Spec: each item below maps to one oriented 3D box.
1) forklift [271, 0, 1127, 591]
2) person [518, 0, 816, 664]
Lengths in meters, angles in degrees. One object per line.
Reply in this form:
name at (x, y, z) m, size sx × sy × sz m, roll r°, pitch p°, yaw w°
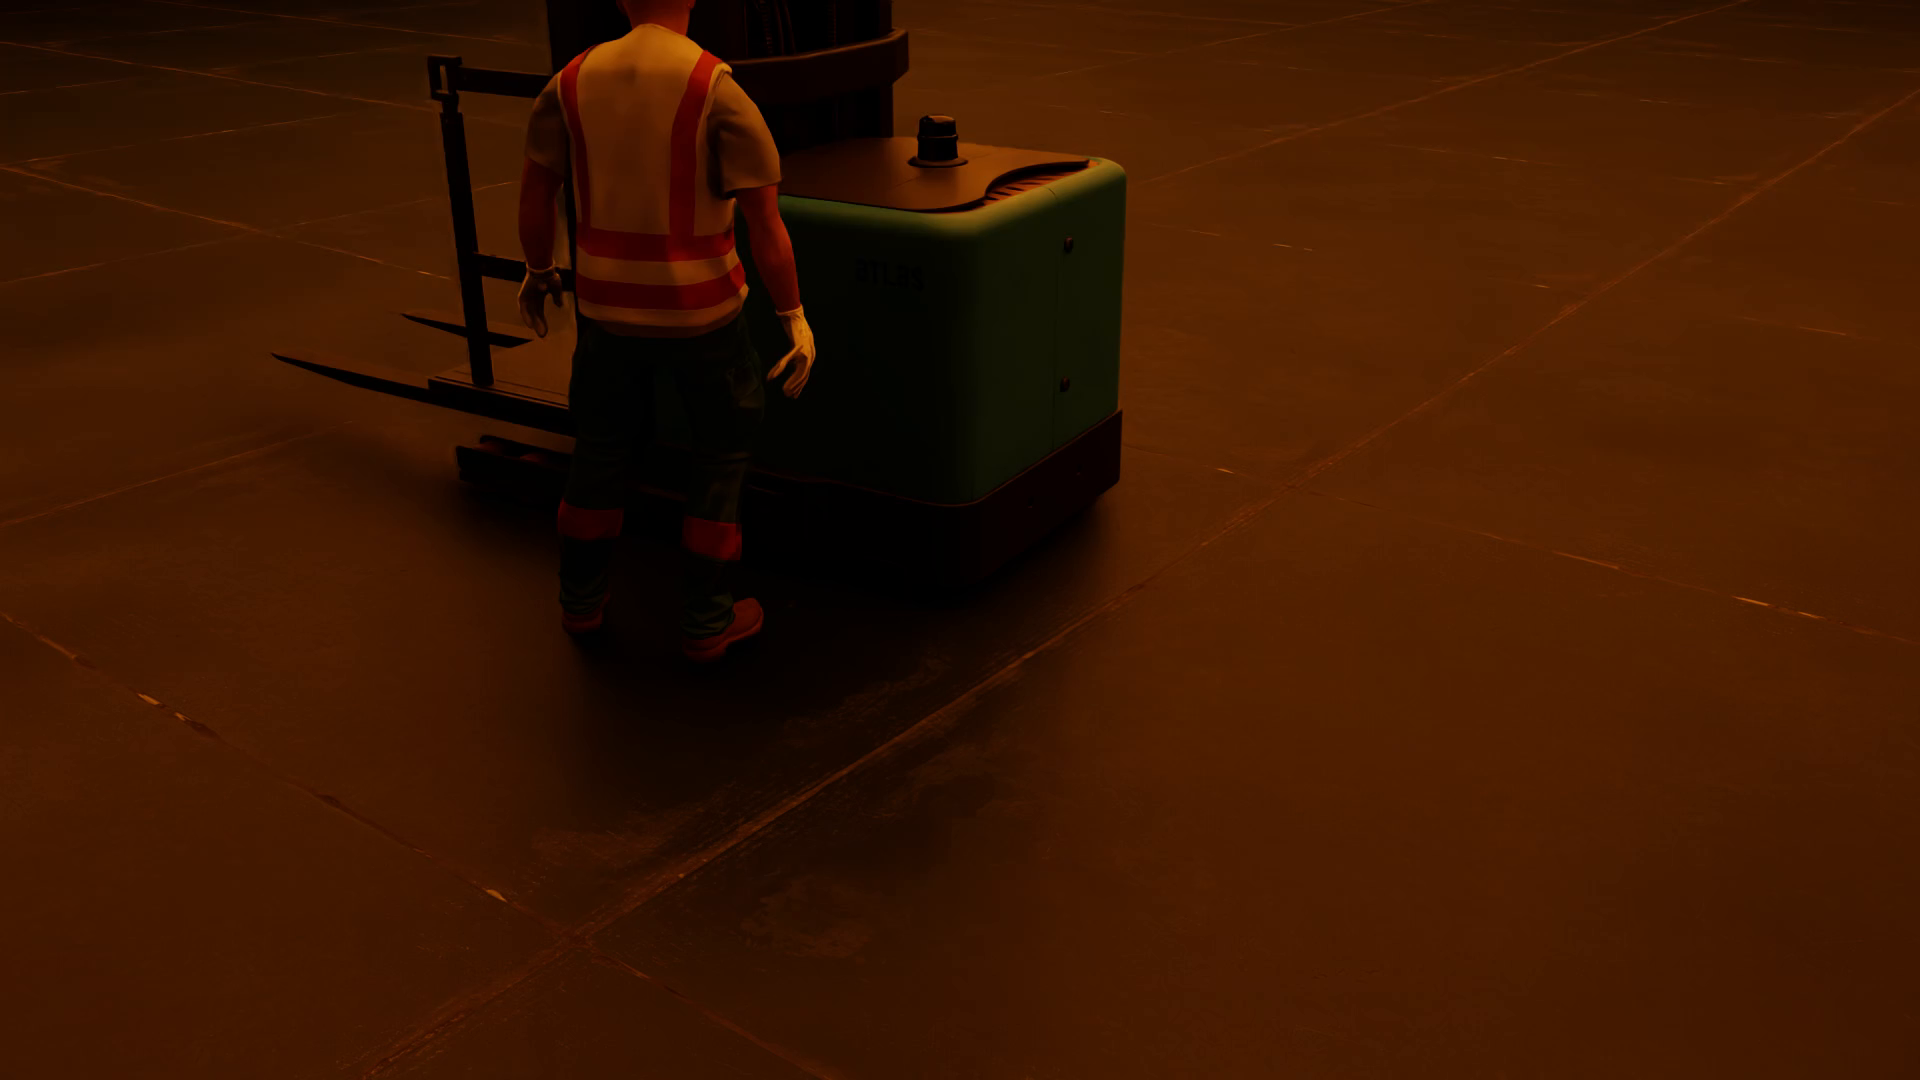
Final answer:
forklift at (-1.022, -1.622, 5.070) m, size 3.031 × 2.935 × 1.130 m, roll 13°, pitch 27°, yaw 28°
person at (-0.714, -0.571, 4.027) m, size 0.805 × 1.756 × 0.413 m, roll 6°, pitch 24°, yaw 13°
